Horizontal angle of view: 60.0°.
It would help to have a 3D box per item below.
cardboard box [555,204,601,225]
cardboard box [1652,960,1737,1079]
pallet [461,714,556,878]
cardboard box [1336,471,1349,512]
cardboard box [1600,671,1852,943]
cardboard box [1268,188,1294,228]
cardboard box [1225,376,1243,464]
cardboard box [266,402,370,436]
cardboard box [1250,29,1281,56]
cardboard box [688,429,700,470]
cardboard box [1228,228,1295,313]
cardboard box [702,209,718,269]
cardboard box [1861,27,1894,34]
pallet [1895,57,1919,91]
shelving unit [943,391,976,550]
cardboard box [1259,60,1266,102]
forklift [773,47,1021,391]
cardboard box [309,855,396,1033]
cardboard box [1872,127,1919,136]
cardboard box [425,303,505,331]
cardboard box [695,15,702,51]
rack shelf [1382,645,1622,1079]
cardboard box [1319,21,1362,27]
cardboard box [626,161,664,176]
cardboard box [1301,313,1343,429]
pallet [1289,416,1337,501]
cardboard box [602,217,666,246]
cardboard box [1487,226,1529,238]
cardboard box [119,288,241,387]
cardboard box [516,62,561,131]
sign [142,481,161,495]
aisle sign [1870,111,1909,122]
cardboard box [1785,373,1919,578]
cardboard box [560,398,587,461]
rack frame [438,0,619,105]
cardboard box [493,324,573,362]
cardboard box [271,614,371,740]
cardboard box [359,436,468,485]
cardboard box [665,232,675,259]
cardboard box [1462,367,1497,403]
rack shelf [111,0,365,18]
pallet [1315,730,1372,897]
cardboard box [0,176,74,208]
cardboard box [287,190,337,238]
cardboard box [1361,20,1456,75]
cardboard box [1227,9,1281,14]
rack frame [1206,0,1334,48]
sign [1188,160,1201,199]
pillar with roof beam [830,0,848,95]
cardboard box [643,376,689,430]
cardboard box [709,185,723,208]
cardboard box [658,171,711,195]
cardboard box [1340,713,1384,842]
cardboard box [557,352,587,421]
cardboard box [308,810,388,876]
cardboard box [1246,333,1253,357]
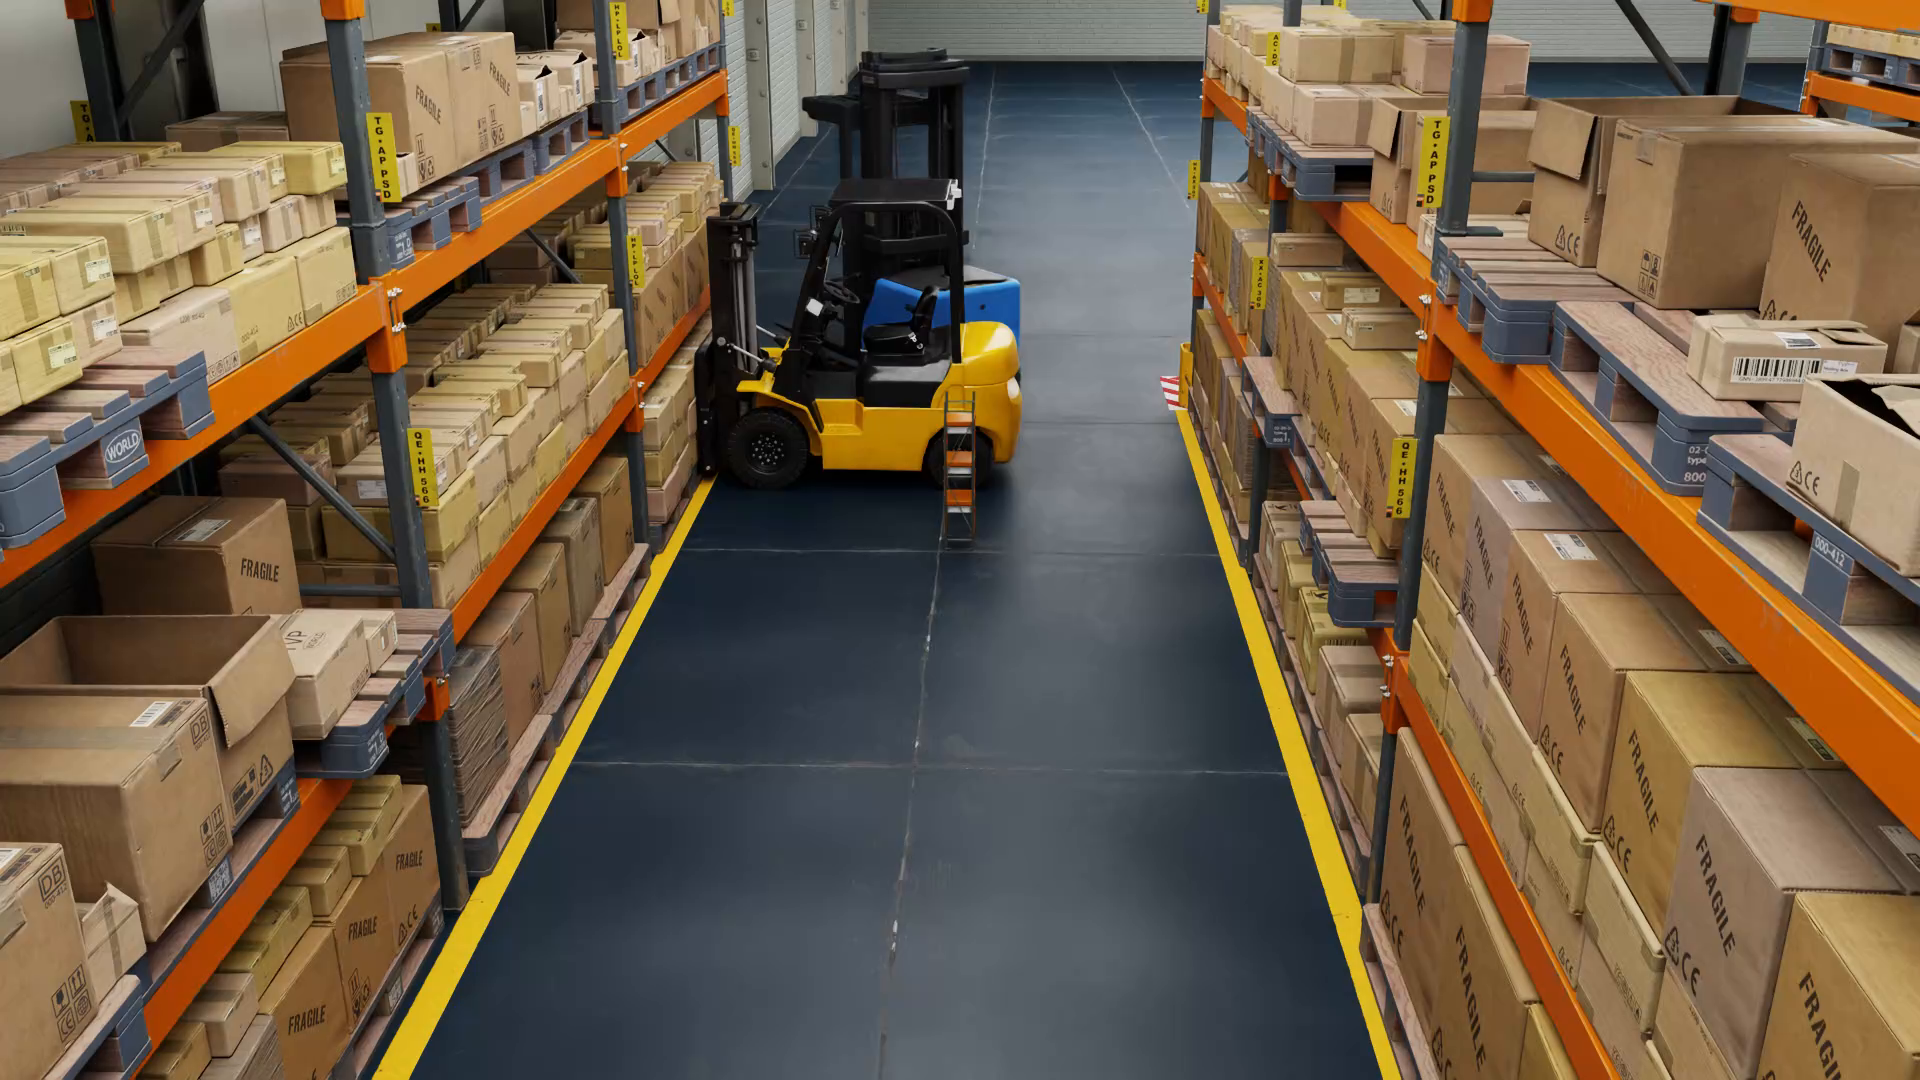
[{"bbox_3d":[-2.786,-2.303,11.871,0.380,0.149,0.250,0,21,1],"label":"cardboard box"},{"bbox_3d":[1.931,1.206,3.790,0.500,0.250,0.500,1,21,3],"label":"cardboard box"},{"bbox_3d":[-2.623,1.215,8.105,1.003,0.211,1.213,1,21,2],"label":"pallet"},{"bbox_3d":[1.964,-0.214,7.701,0.380,0.149,0.250,0,21,-1],"label":"cardboard box"},{"bbox_3d":[1.959,0.665,4.148,0.500,0.500,0.500,1,21,3],"label":"cardboard box"},{"bbox_3d":[2.631,-2.544,12.006,0.700,0.500,0.500,1,21,1],"label":"cardboard box"},{"bbox_3d":[2.160,-0.845,11.743,0.500,0.500,0.500,1,21,3],"label":"cardboard box"},{"bbox_3d":[-2.977,-0.535,7.725,0.380,0.149,0.250,0,21,1],"label":"cardboard box"},{"bbox_3d":[2.093,-3.234,10.815,0.380,0.149,0.250,1,21,3],"label":"cardboard box"},{"bbox_3d":[-2.220,-0.689,12.377,0.500,0.250,0.500,1,21,3],"label":"cardboard box"},{"bbox_3d":[2.181,-1.903,11.737,0.500,0.500,0.500,1,21,3],"label":"cardboard box"},{"bbox_3d":[-2.221,-2.358,13.322,0.500,0.500,0.500,1,21,3],"label":"cardboard box"},{"bbox_3d":[7.183,-3.963,12.527,0.500,0.250,0.500,0,21,1],"label":"cardboard box"},{"bbox_3d":[7.422,-3.255,11.748,1.003,0.211,1.213,1,21,2],"label":"pallet"},{"bbox_3d":[-0.002,-0.470,11.289,0.215,1.050,0.252,1,21,2],"label":"shelving unit"},{"bbox_3d":[2.140,-2.811,10.276,0.500,0.250,0.500,0,21,1],"label":"cardboard box"},{"bbox_3d":[-0.715,-2.942,15.060,1.130,2.935,3.031,-14,25,-32],"label":"forklift"},{"bbox_3d":[-2.511,1.518,6.344,0.500,0.500,0.500,0,21,1],"label":"cardboard box"},{"bbox_3d":[7.419,-3.048,13.539,0.875,0.550,0.550,1,21,2],"label":"cardboard box"},{"bbox_3d":[-2.859,-1.271,9.624,0.380,0.149,0.250,1,21,1],"label":"cardboard box"},{"bbox_3d":[-2.173,-3.863,12.660,0.396,0.266,0.258,1,21,2],"label":"cardboard box"},{"bbox_3d":[2.214,1.324,4.964,1.077,0.370,4.000,1,21,2],"label":"rack shelf"},{"bbox_3d":[2.697,-3.507,11.518,0.380,0.149,0.250,1,21,3],"label":"cardboard box"},{"bbox_3d":[-2.667,-3.049,13.793,0.380,0.149,0.250,0,21,1],"label":"cardboard box"},{"bbox_3d":[2.047,-0.850,8.442,0.500,0.500,0.500,0,21,-1],"label":"cardboard box"},{"bbox_3d":[2.294,-0.361,8.578,1.003,0.211,1.213,1,21,2],"label":"pallet"},{"bbox_3d":[-2.232,-2.113,11.382,0.380,0.149,0.250,1,21,3],"label":"cardboard box"},{"bbox_3d":[2.074,-1.132,6.499,0.380,0.149,0.250,1,21,2],"label":"cardboard box"},{"bbox_3d":[-2.490,-0.565,4.899,0.500,0.250,0.500,1,21,2],"label":"cardboard box"},{"bbox_3d":[-2.367,-2.291,8.545,0.500,0.311,0.500,0,21,0],"label":"cardboard box"},{"bbox_3d":[-3.242,-0.332,6.638,0.100,0.325,0.005,1,21,2],"label":"sign"},{"bbox_3d":[7.771,-3.843,13.693,0.394,0.787,0.004,1,21,2],"label":"aisle sign"},{"bbox_3d":[1.970,-0.162,3.194,0.500,0.311,0.500,1,21,2],"label":"cardboard box"},{"bbox_3d":[-2.375,-0.618,9.181,0.500,0.250,0.500,1,21,2],"label":"cardboard box"},{"bbox_3d":[-2.565,-4.031,9.477,1.000,3.000,0.127,1,21,2],"label":"rack frame"},{"bbox_3d":[-2.350,-1.085,9.143,0.380,0.149,0.250,0,21,0],"label":"cardboard box"},{"bbox_3d":[-2.396,0.472,5.793,0.500,0.250,0.500,0,21,-1],"label":"cardboard box"},{"bbox_3d":[-2.376,-0.345,7.236,0.380,0.149,0.250,1,21,3],"label":"cardboard box"},{"bbox_3d":[-2.215,-2.066,11.673,0.380,0.149,0.250,0,21,1],"label":"cardboard box"},{"bbox_3d":[2.528,-0.464,7.448,0.500,0.500,0.500,2,21,4],"label":"cardboard box"},{"bbox_3d":[-2.626,-2.786,7.815,1.077,0.370,4.000,1,21,2],"label":"rack shelf"},{"bbox_3d":[2.300,1.283,7.930,1.003,0.211,1.213,1,21,2],"label":"pallet"},{"bbox_3d":[-2.978,-1.032,5.141,0.380,0.149,0.250,1,21,3],"label":"cardboard box"},{"bbox_3d":[-2.457,-1.171,5.910,0.380,0.149,0.250,1,21,3],"label":"cardboard box"},{"bbox_3d":[2.506,-2.727,9.199,0.500,0.250,0.500,1,21,3],"label":"cardboard box"},{"bbox_3d":[2.242,-3.972,12.719,0.380,0.149,0.250,1,21,2],"label":"cardboard box"},{"bbox_3d":[2.518,-5.424,13.067,1.000,3.000,0.127,1,21,2],"label":"rack frame"},{"bbox_3d":[1.975,-3.036,14.011,0.100,0.325,0.005,1,21,2],"label":"sign"},{"bbox_3d":[1.667,-13.865,34.823,9.100,9.000,0.400,1,21,2],"label":"pillar with roof beam"},{"bbox_3d":[-2.211,-0.970,11.720,0.500,0.250,0.500,1,21,2],"label":"cardboard box"},{"bbox_3d":[-2.152,-2.808,13.584,0.380,0.149,0.250,1,21,2],"label":"cardboard box"},{"bbox_3d":[-2.201,-2.851,13.285,0.380,0.149,0.250,1,21,3],"label":"cardboard box"},{"bbox_3d":[2.302,1.091,7.623,0.950,0.372,0.625,-1,21,-2],"label":"cardboard box"},{"bbox_3d":[-2.355,-0.846,9.078,0.500,0.250,0.500,1,21,3],"label":"cardboard box"},{"bbox_3d":[-2.426,1.160,6.371,0.380,0.149,0.250,0,21,-1],"label":"cardboard box"},{"bbox_3d":[2.102,-1.273,11.011,0.380,0.149,0.250,1,21,3],"label":"cardboard box"}]
